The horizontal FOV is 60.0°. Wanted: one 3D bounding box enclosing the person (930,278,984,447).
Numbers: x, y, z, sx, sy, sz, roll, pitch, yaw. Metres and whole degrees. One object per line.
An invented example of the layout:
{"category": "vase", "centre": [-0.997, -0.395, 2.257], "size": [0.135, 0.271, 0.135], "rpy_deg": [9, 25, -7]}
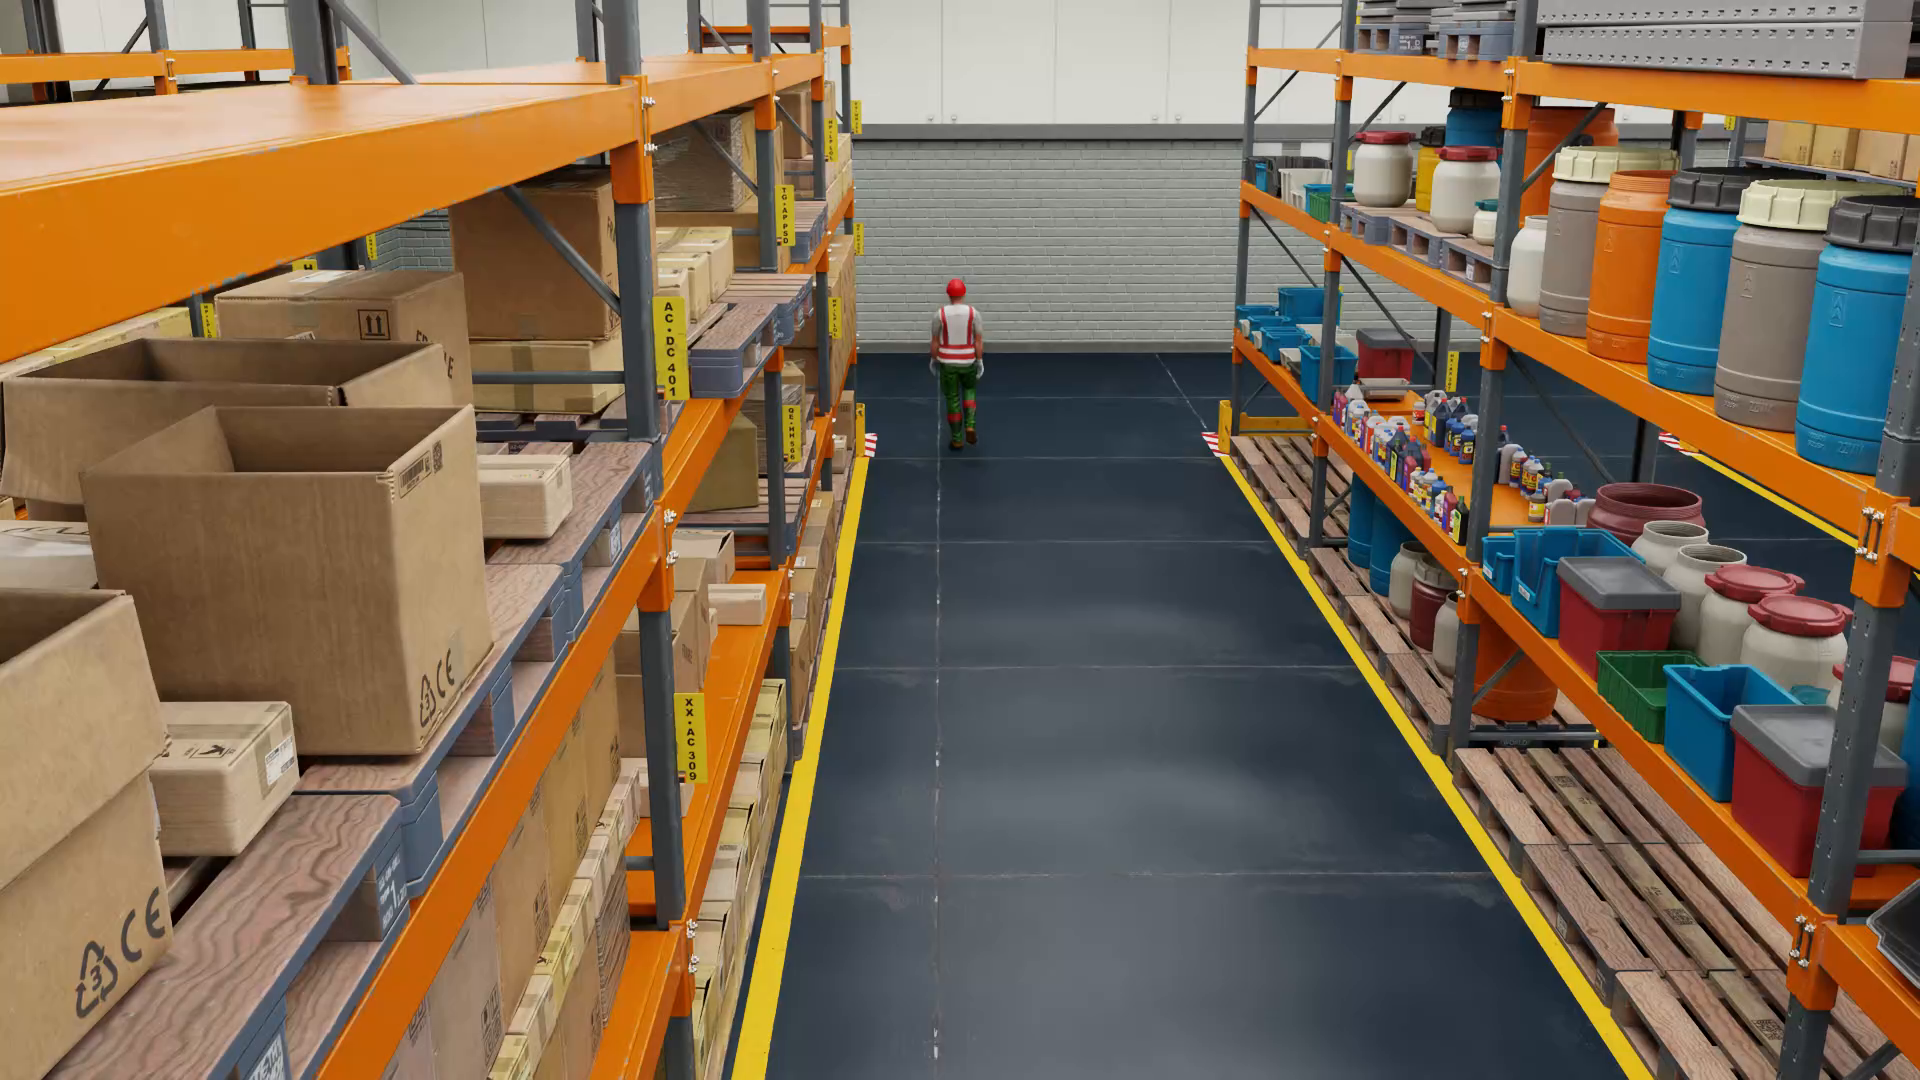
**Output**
{"category": "person", "centre": [-0.042, -1.880, 17.619], "size": [0.554, 1.807, 0.472], "rpy_deg": [-3, 17, -8]}
